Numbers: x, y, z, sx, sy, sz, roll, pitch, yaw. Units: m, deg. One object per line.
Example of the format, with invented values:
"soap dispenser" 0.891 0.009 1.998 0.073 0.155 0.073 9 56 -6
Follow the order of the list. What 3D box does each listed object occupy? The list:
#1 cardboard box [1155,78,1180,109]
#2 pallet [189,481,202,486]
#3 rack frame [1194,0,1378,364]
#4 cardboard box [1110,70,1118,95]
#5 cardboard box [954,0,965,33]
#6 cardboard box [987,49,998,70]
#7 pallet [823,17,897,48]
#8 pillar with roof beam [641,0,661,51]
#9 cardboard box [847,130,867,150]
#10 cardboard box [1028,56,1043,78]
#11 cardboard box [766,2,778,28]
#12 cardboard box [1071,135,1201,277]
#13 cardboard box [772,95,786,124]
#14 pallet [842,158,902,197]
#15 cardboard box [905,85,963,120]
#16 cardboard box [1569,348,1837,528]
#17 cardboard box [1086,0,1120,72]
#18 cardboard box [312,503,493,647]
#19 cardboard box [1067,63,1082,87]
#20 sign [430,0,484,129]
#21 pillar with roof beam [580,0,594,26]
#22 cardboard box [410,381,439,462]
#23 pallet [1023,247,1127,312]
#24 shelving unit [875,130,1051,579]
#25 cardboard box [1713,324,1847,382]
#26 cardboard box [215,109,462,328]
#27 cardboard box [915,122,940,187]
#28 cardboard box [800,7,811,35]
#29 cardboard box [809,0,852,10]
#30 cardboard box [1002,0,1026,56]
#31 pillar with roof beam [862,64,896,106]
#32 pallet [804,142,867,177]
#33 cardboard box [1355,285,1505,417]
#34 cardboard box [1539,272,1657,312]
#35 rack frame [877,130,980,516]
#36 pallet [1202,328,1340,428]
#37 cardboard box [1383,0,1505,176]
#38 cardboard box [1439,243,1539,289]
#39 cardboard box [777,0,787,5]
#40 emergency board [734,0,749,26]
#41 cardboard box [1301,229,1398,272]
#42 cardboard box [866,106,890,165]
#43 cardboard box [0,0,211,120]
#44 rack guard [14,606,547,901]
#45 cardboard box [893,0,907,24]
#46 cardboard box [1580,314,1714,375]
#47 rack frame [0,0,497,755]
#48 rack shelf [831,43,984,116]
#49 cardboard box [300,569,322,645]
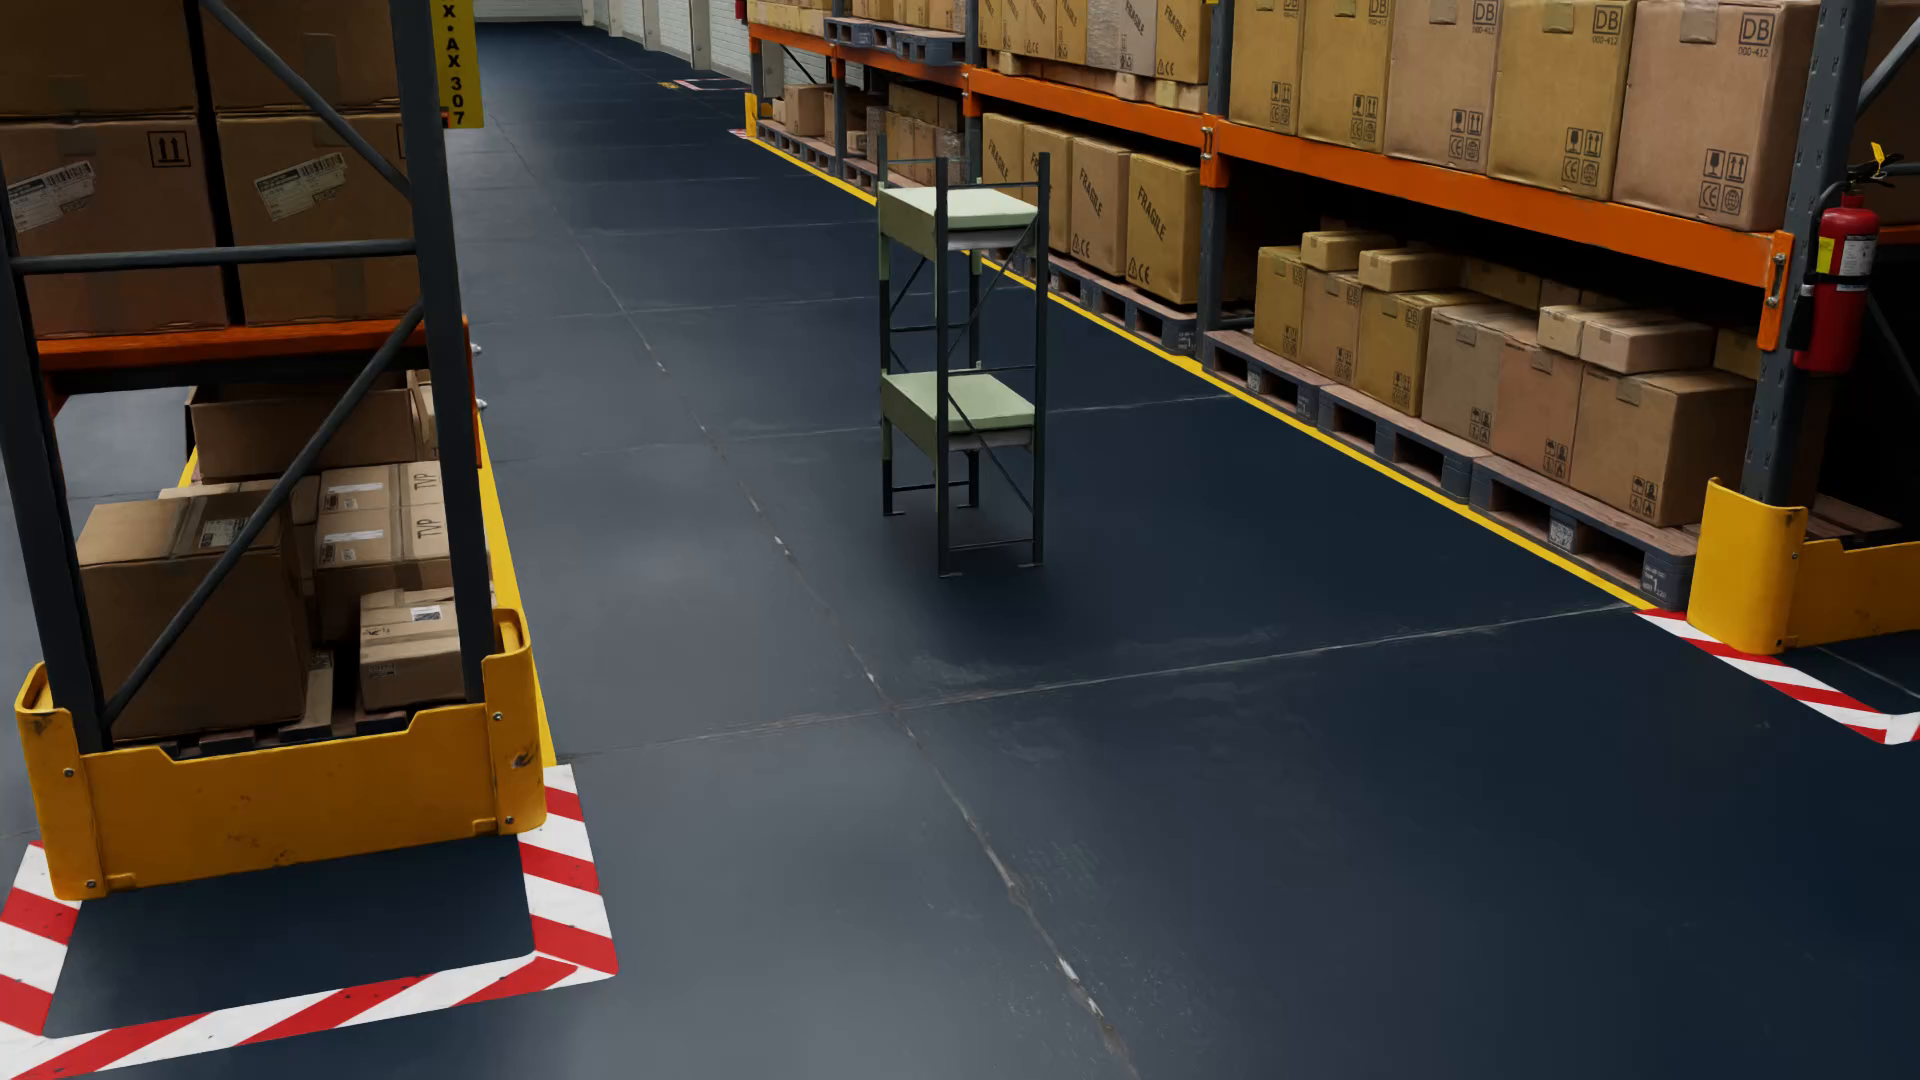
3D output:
"cardboard box" 1.313 -2.489 9.251 0.380 0.149 0.250 -6 21 -16
"pallet" -2.310 0.012 6.072 1.003 0.211 1.213 -6 21 -17
"rack frame" 1.789 -2.441 8.775 1.000 3.000 0.127 -6 21 -17
"cardboard box" 1.121 -2.741 9.952 0.380 0.149 0.250 -6 21 -17
"cardboard box" 0.375 -4.128 12.675 0.700 0.500 0.500 -9 22 -24
"cardboard box" 0.416 -3.486 12.025 0.380 0.149 0.250 -7 21 -18
"pallet" -0.623 -4.657 15.229 1.003 0.211 1.213 -6 21 -17
"pillar with roof beam" -10.685 -14.301 32.921 9.100 9.000 0.400 -6 21 -17
"cardboard box" -0.922 -4.050 16.796 0.380 0.166 0.250 -9 22 -24
"cardboard box" 0.686 -3.242 11.347 0.380 0.149 0.250 -7 21 -18
"cardboard box" -1.799 -5.711 18.072 0.500 0.250 0.500 -7 21 -18
"cardboard box" 1.180 -2.107 10.403 0.750 0.750 0.750 -6 21 -16
"cardboard box" -1.850 -5.002 19.232 0.500 0.311 0.500 -9 22 -23
"pallet" -0.479 -3.446 15.699 1.003 0.211 1.213 -6 21 -17
"cardboard box" -0.169 -3.850 14.635 0.500 0.250 0.500 -7 21 -19
"cardboard box" 2.732 -0.393 6.149 0.700 0.500 0.500 -6 21 -17
"cardboard box" 1.085 -3.084 9.947 0.500 0.500 0.500 -6 21 -17
"cardboard box" -1.714 0.092 5.140 0.500 0.250 0.500 -6 21 -17
"cardboard box" 0.908 -2.994 10.658 0.380 0.149 0.250 -6 21 -17
"sign" -1.140 -1.095 3.747 0.100 0.325 0.005 -6 21 -17
"pillar with roof beam" -14.457 -18.152 43.642 9.100 9.000 0.400 -6 21 -17
"cardboard box" -2.228 -0.462 6.591 0.500 0.311 0.500 -6 21 -17
"pallet" 1.088 -1.760 11.005 1.003 0.211 1.213 -6 21 -17
"shelving unit" -0.002 -0.708 6.169 0.431 1.500 0.755 -6 21 -17
"cardboard box" 2.961 -0.679 5.987 0.380 0.149 0.250 -6 21 -17
"cardboard box" -1.544 -0.847 4.190 0.500 0.500 0.500 -6 21 -16
"cardboard box" 0.022 -3.315 14.255 0.700 0.500 0.500 -7 21 -17
"cardboard box" -1.310 -5.228 16.726 0.500 0.250 0.500 -6 21 -17
"cardboard box" -1.167 -5.419 16.149 0.500 0.500 0.500 -6 21 -17
"cardboard box" 0.598 -3.569 11.298 0.500 0.500 0.500 -6 21 -15
"pillar with roof beam" -5.028 -8.525 16.839 9.100 9.000 0.400 -6 21 -17
"pallet" -0.970 -3.908 16.984 1.003 0.211 1.213 -6 21 -17
"cardboard box" 2.241 -0.885 7.519 0.700 0.500 0.500 -6 21 -16
"cardboard box" 2.642 -1.003 6.890 0.380 0.149 0.250 -6 21 -16
"rack frame" -0.117 -0.825 6.496 0.400 1.500 0.023 -6 21 -17
"pallet" 1.954 -0.876 8.544 1.003 0.211 1.213 -6 21 -17
"cardboard box" 2.407 -1.939 6.934 0.980 0.700 0.700 -7 21 -20
"cardboard box" 2.400 -1.250 7.575 0.380 0.149 0.250 -6 21 -17
"cardboard box" -1.642 -5.908 17.510 0.500 0.500 0.500 -6 21 -16
"emergency board" -3.567 -8.882 26.707 0.194 1.169 0.643 -6 21 -17
"cardboard box" 1.862 -1.387 7.959 0.380 0.149 0.250 -6 21 -15
"cardboard box" -0.478 -3.804 15.618 0.700 0.500 0.500 -6 21 -15
"cardboard box" -2.056 -1.261 3.863 0.500 0.500 0.500 -7 21 -18
"rack guard" -1.679 0.522 4.223 1.175 0.500 0.348 -6 21 -17
"cardboard box" -0.192 -4.707 14.286 0.700 0.500 0.500 -4 20 -10
"cardboard box" 2.518 -0.720 6.100 0.380 0.149 0.250 -7 21 -18
"rack frame" -1.655 -0.630 3.733 1.000 3.000 0.127 -6 21 -17
"rack shelf" -0.096 -4.028 14.257 1.077 0.370 4.000 -6 21 -17
"cardboard box" -2.101 0.209 4.939 0.380 0.166 0.250 -6 21 -17
